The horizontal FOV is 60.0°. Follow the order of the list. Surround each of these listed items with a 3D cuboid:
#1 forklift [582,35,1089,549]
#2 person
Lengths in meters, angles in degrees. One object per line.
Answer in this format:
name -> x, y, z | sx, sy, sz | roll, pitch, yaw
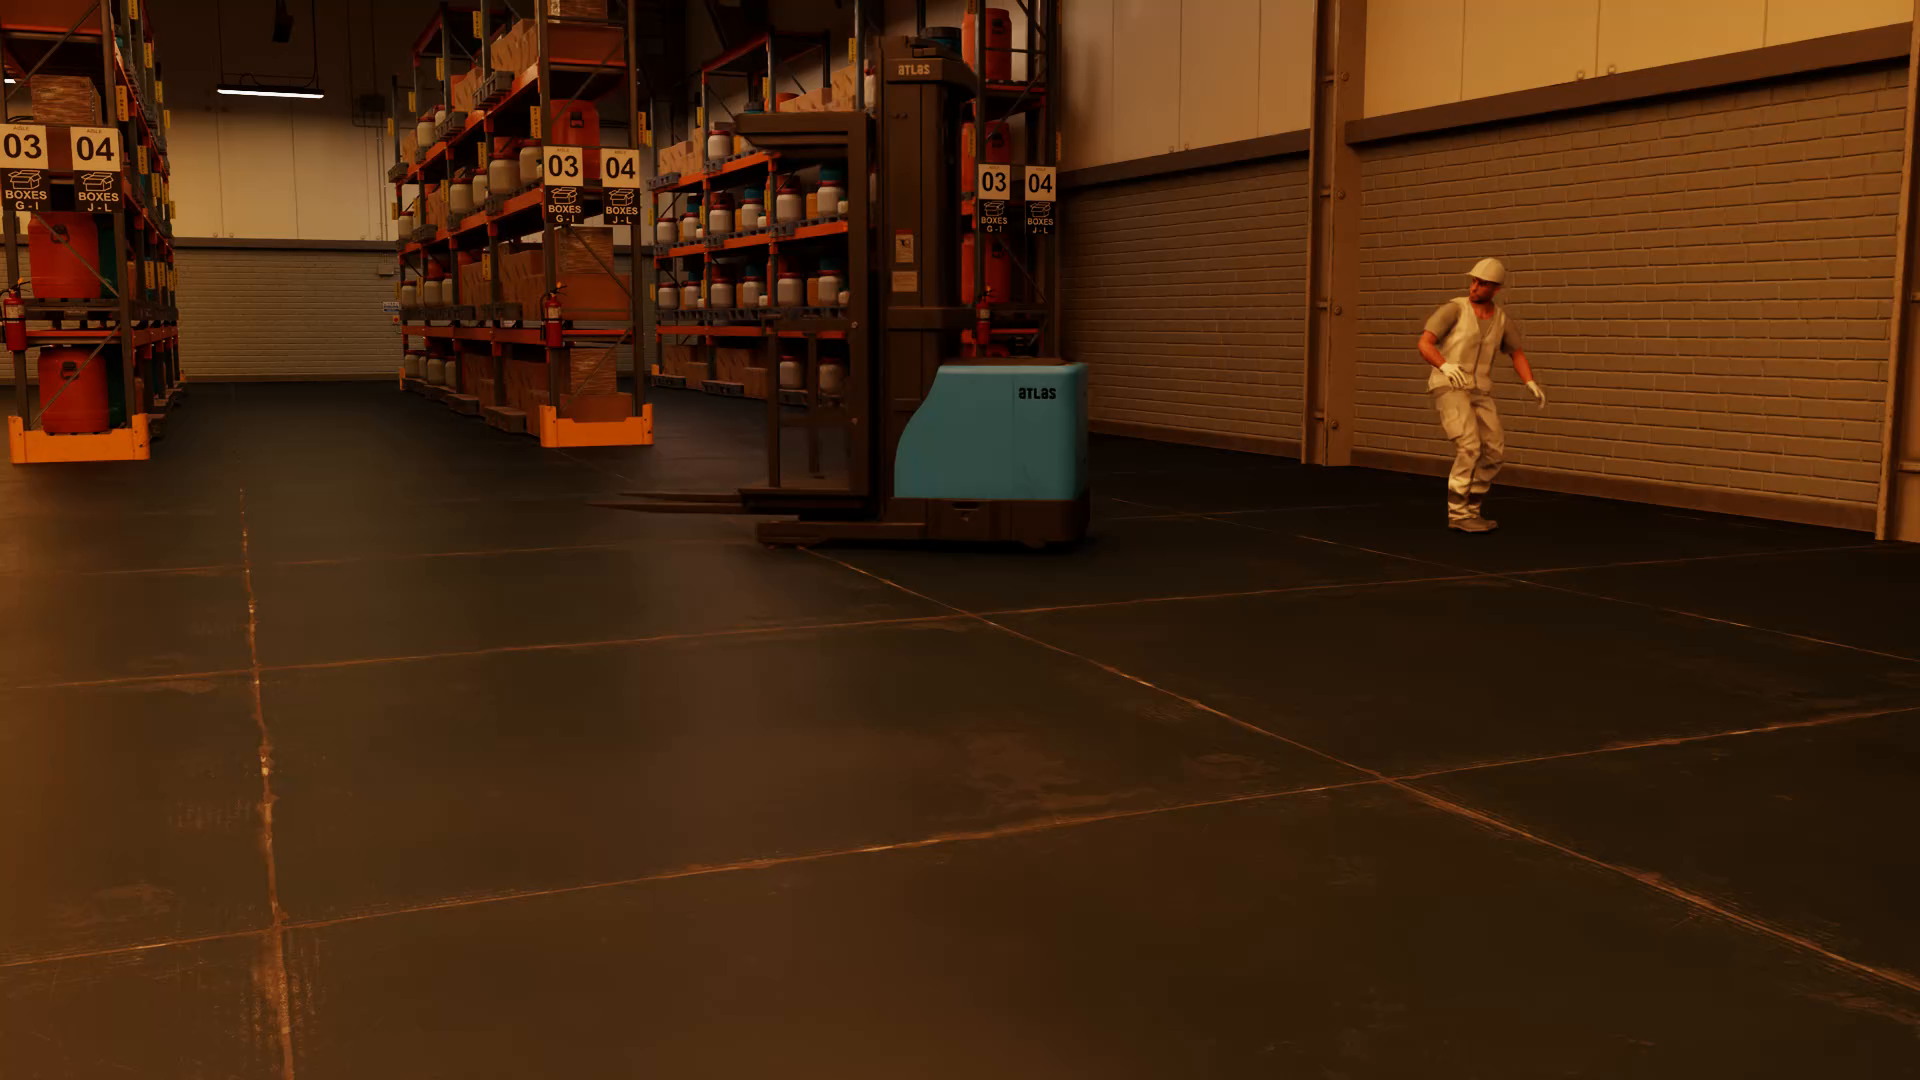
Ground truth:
forklift -> -0.753, -1.465, 10.052 | 3.031, 2.935, 1.130 | 1, 8, 8
person -> 3.296, -0.915, 10.576 | 0.763, 1.728, 0.520 | -3, 8, -23
